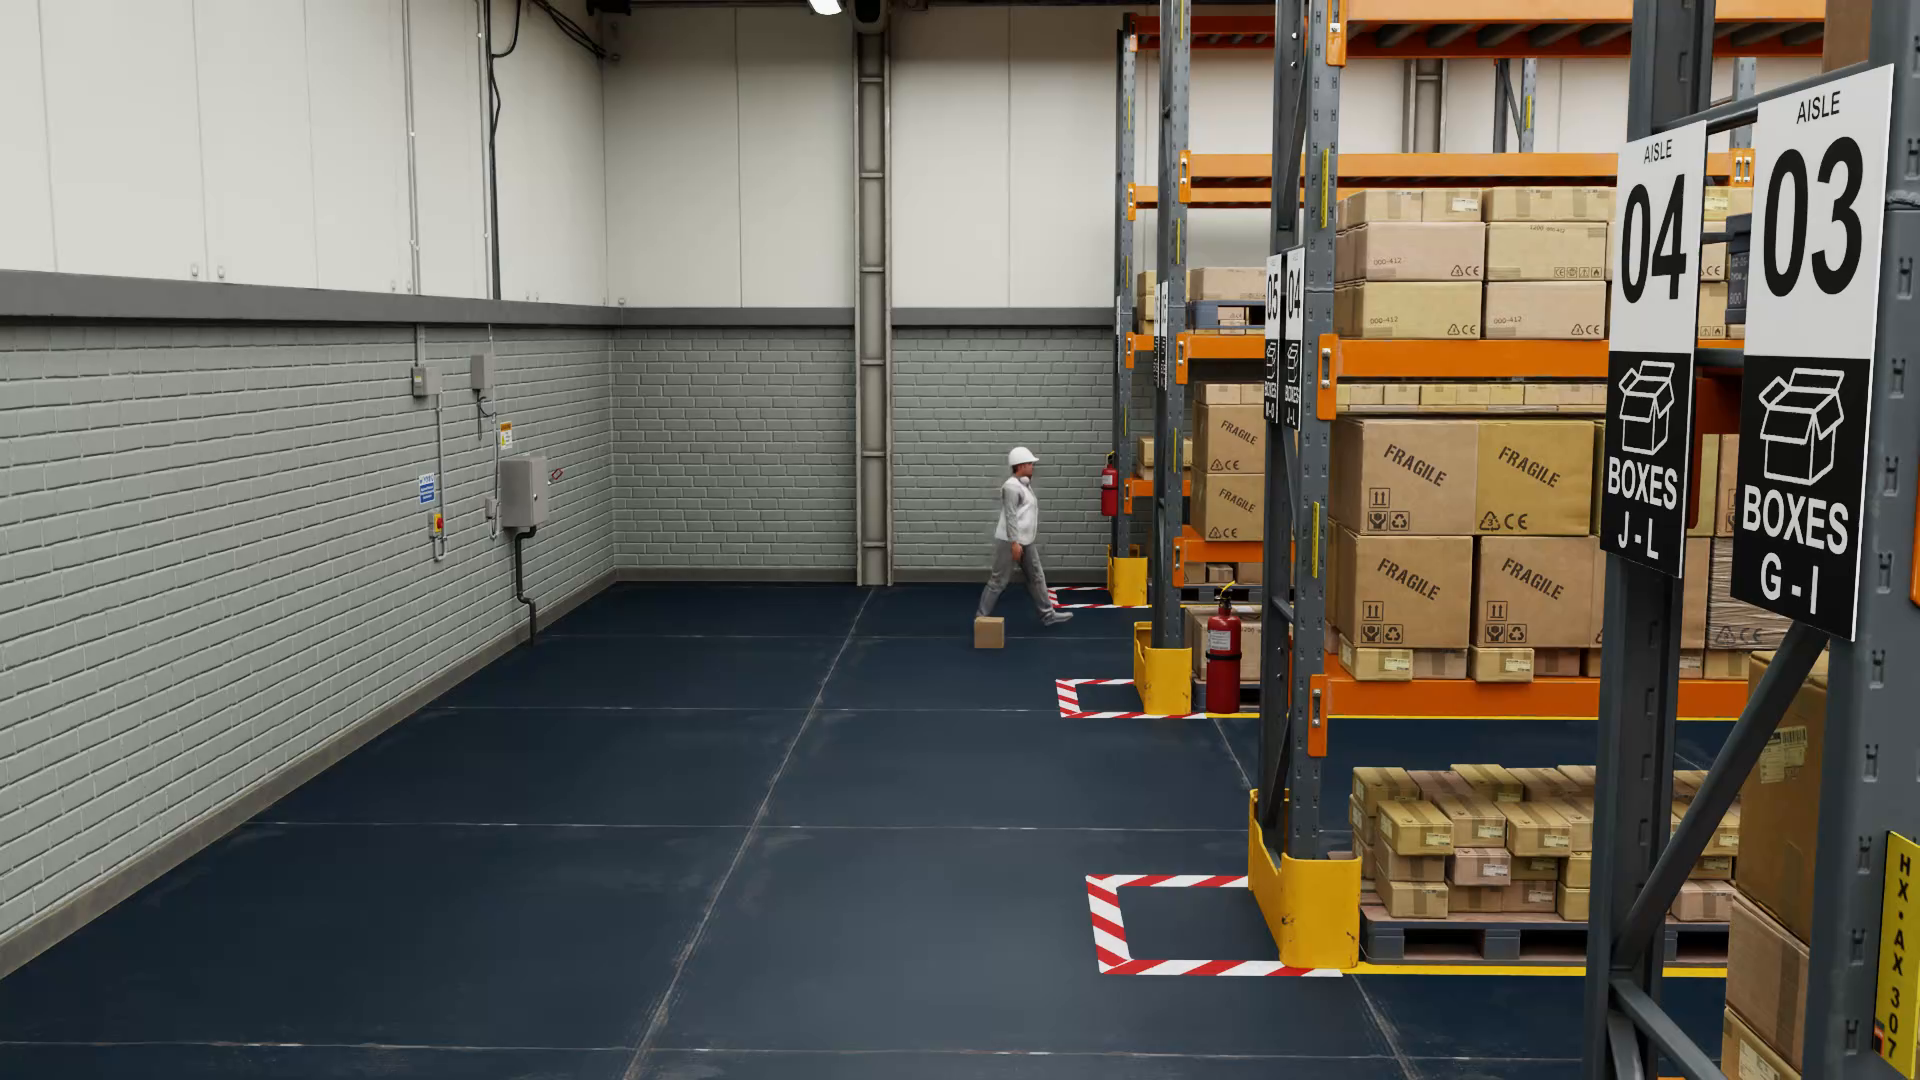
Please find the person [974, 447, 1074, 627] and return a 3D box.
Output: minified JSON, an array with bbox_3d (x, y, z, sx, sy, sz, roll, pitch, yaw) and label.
[{"bbox_3d":[0.590,-0.013,15.710,0.864,1.733,0.654,2,8,19],"label":"person"}]
